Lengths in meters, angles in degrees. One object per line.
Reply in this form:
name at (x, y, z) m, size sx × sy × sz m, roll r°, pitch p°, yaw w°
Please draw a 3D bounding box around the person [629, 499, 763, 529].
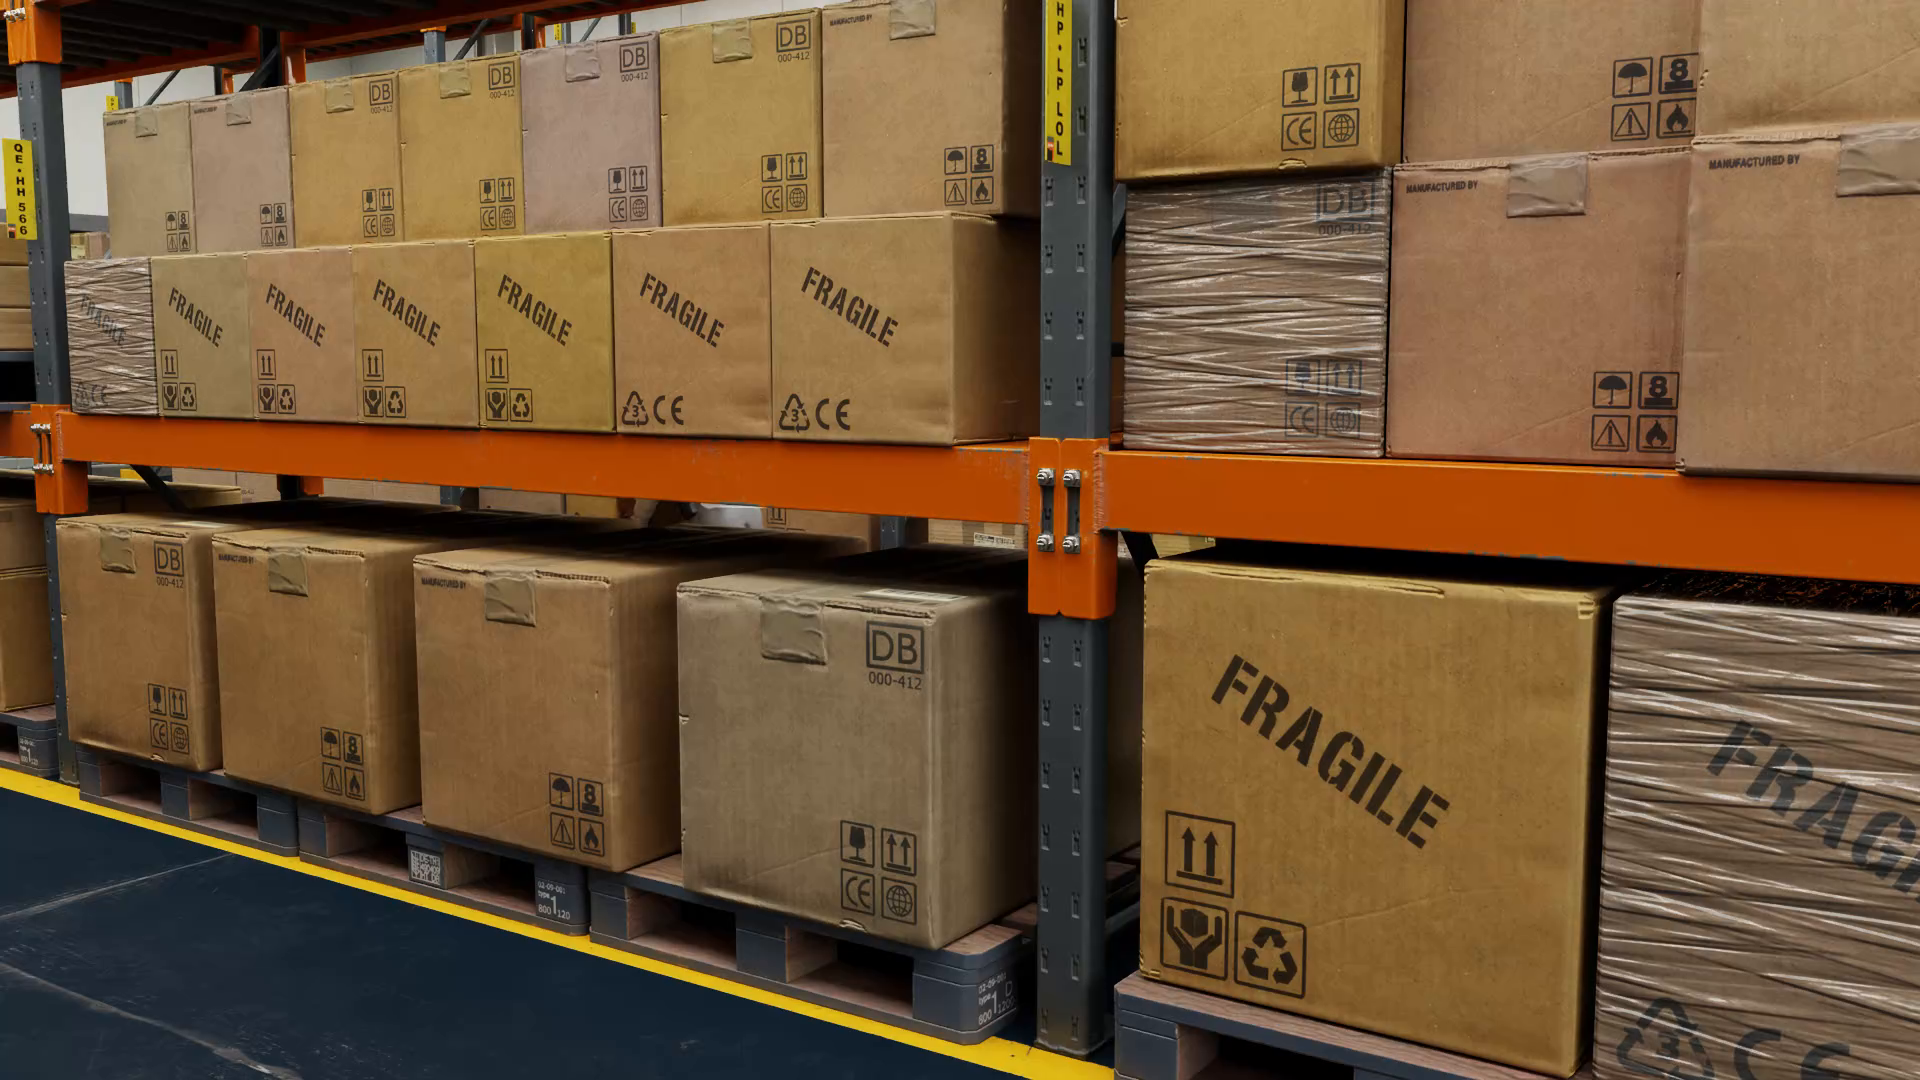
person at (-1.054, -0.066, 6.637) m, size 0.542 × 1.663 × 0.417 m, roll 4°, pitch 8°, yaw 32°
